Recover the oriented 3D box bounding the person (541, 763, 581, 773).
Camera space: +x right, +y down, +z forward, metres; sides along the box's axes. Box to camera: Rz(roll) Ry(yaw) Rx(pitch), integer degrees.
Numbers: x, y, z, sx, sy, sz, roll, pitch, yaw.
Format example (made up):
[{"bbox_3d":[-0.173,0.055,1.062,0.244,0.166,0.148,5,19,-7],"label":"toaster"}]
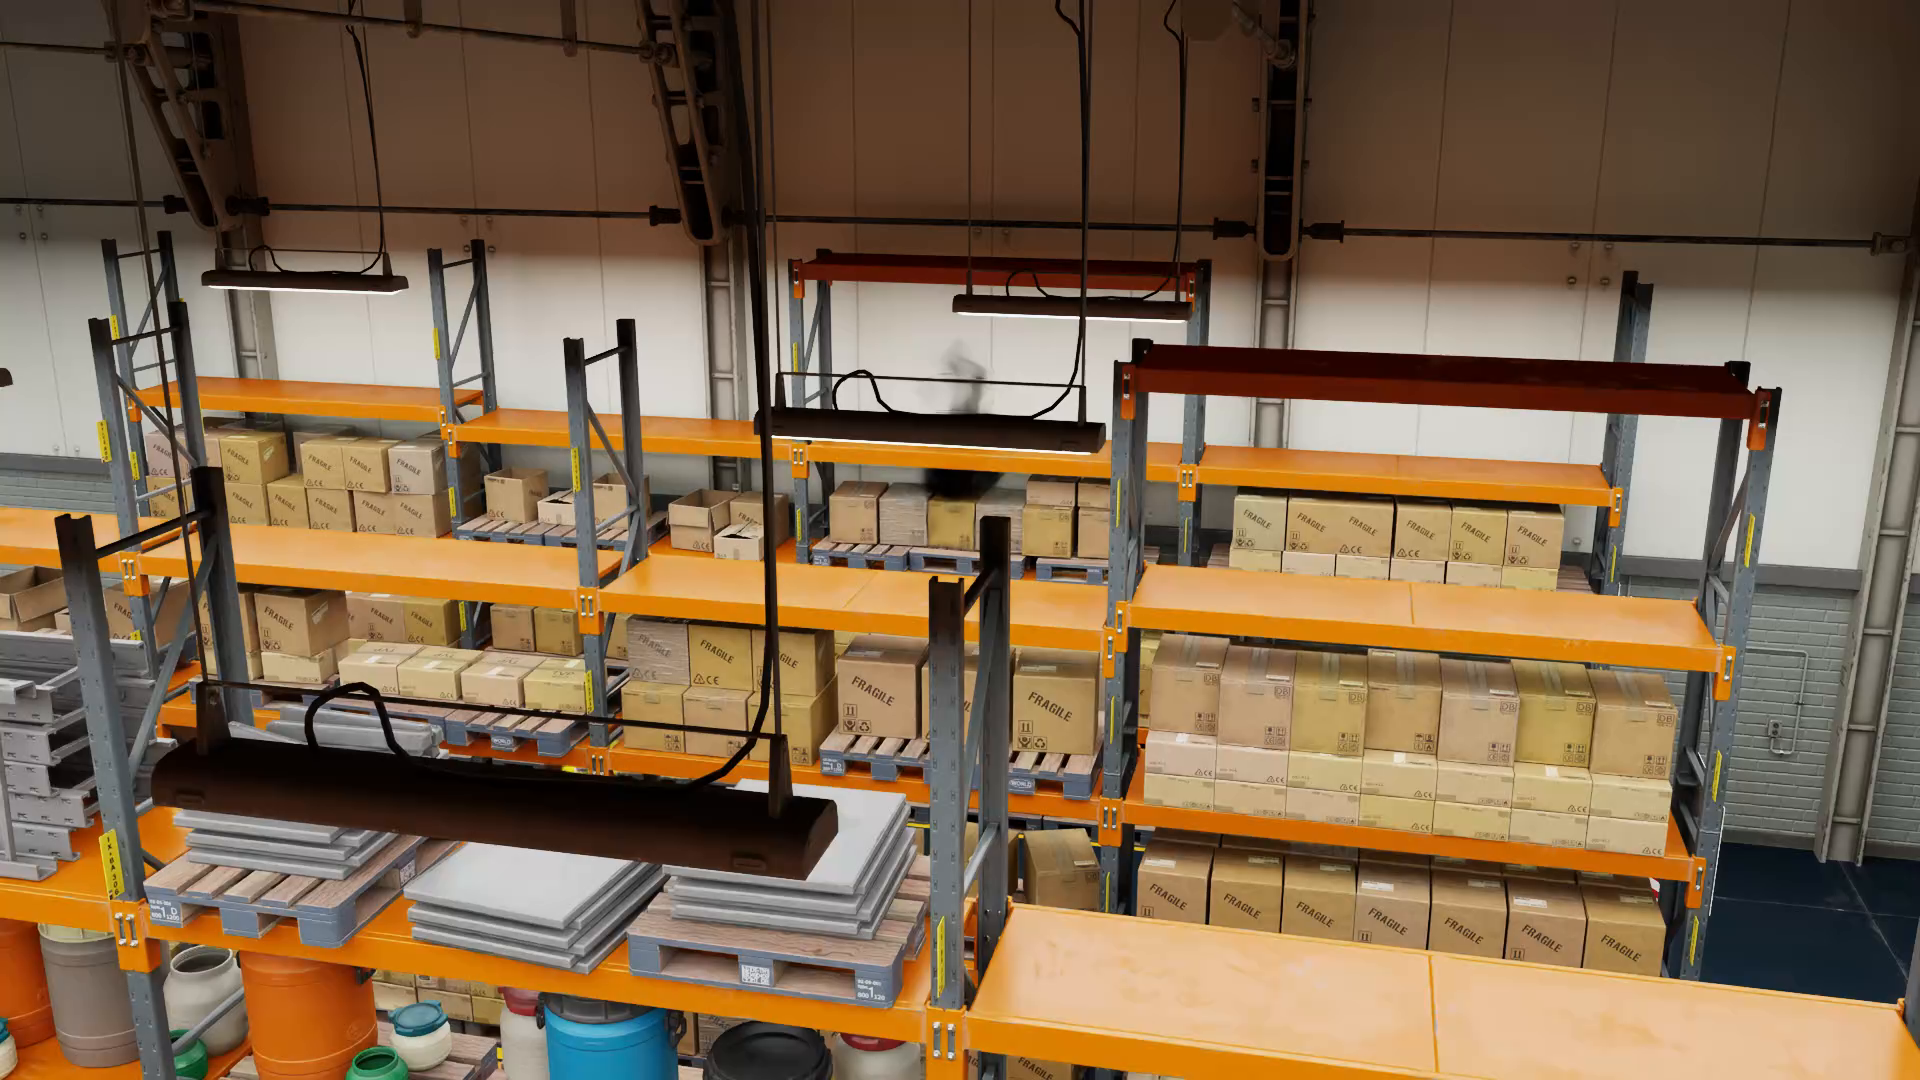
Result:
[{"bbox_3d":[-3.862,2.734,15.964,0.623,1.706,0.690,1,16,2],"label":"person"}]
